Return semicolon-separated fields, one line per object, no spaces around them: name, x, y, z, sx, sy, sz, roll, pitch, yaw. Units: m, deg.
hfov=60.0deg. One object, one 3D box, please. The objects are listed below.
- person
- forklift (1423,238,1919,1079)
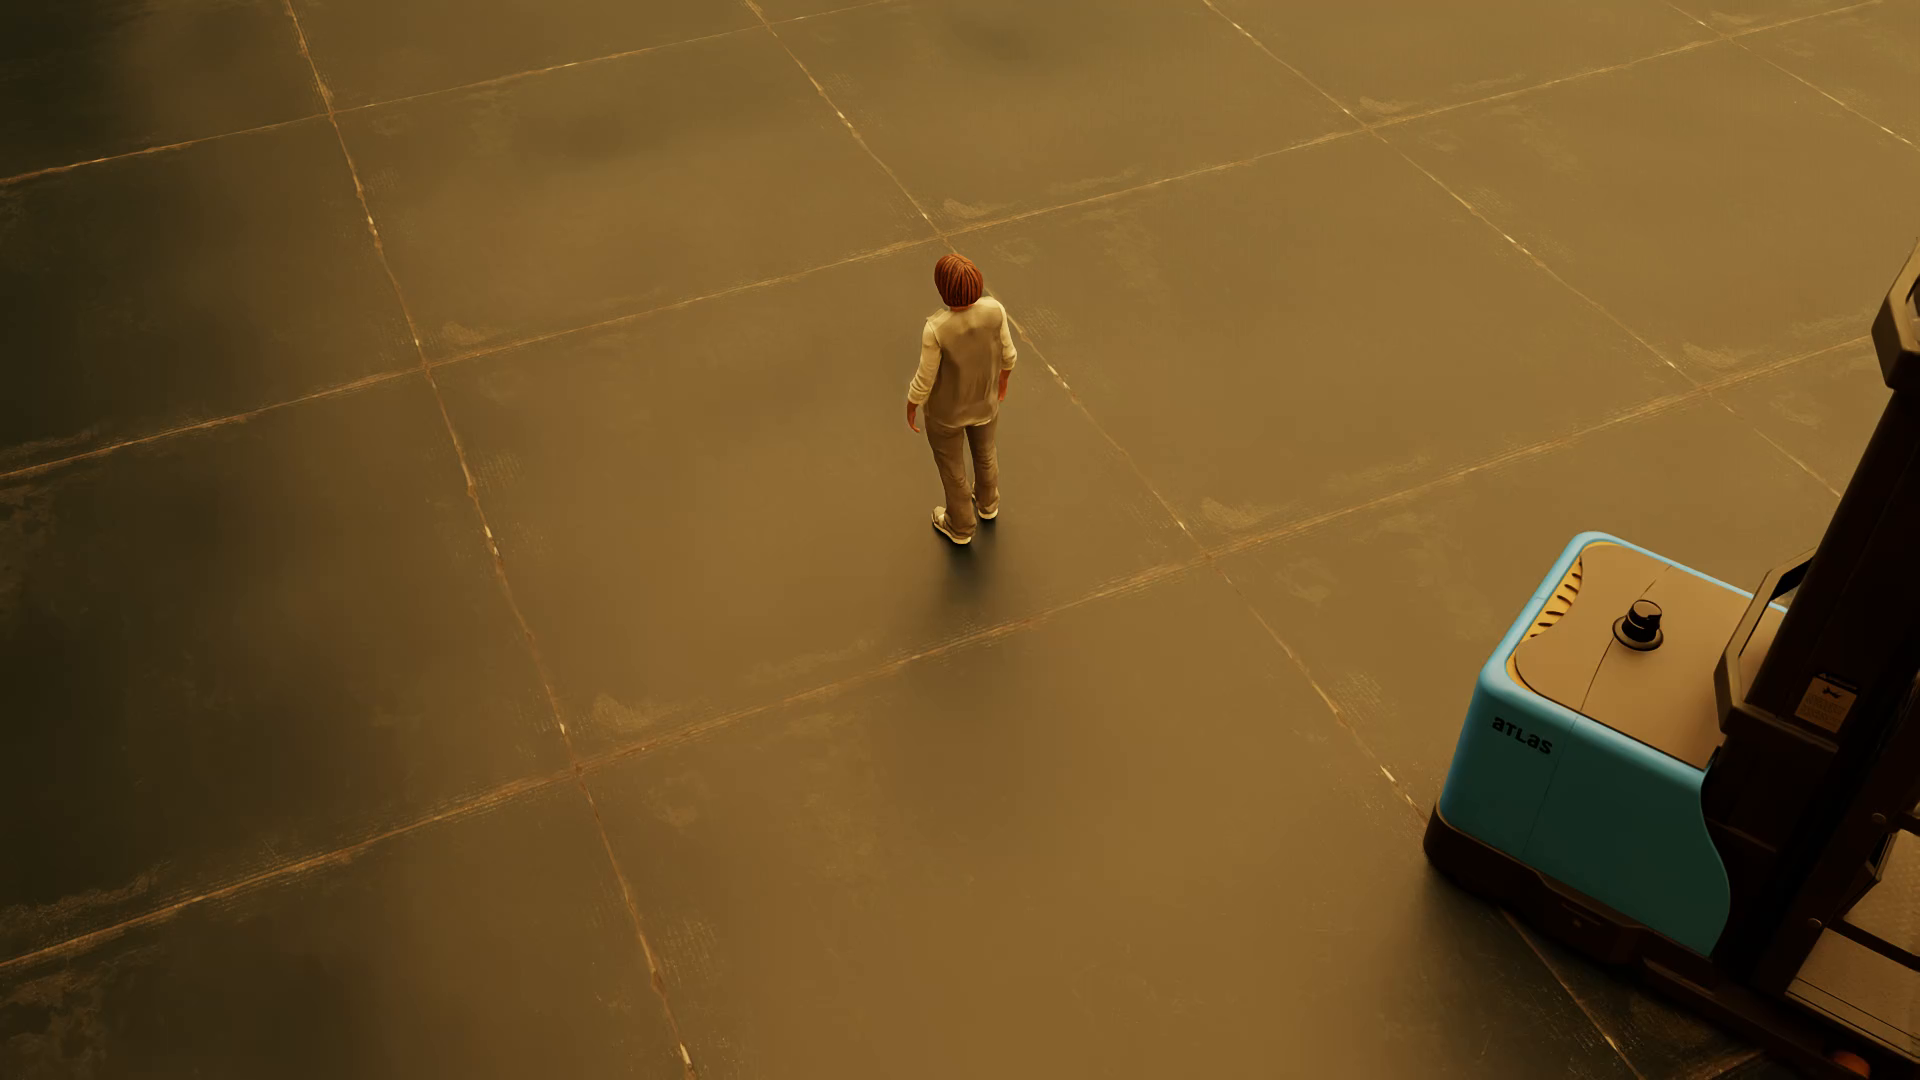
person;-0.018;-0.639;7.332;0.520;1.597;0.475;-18;46;-18
forklift;3.283;0.519;5.124;3.031;2.935;1.130;27;49;26
